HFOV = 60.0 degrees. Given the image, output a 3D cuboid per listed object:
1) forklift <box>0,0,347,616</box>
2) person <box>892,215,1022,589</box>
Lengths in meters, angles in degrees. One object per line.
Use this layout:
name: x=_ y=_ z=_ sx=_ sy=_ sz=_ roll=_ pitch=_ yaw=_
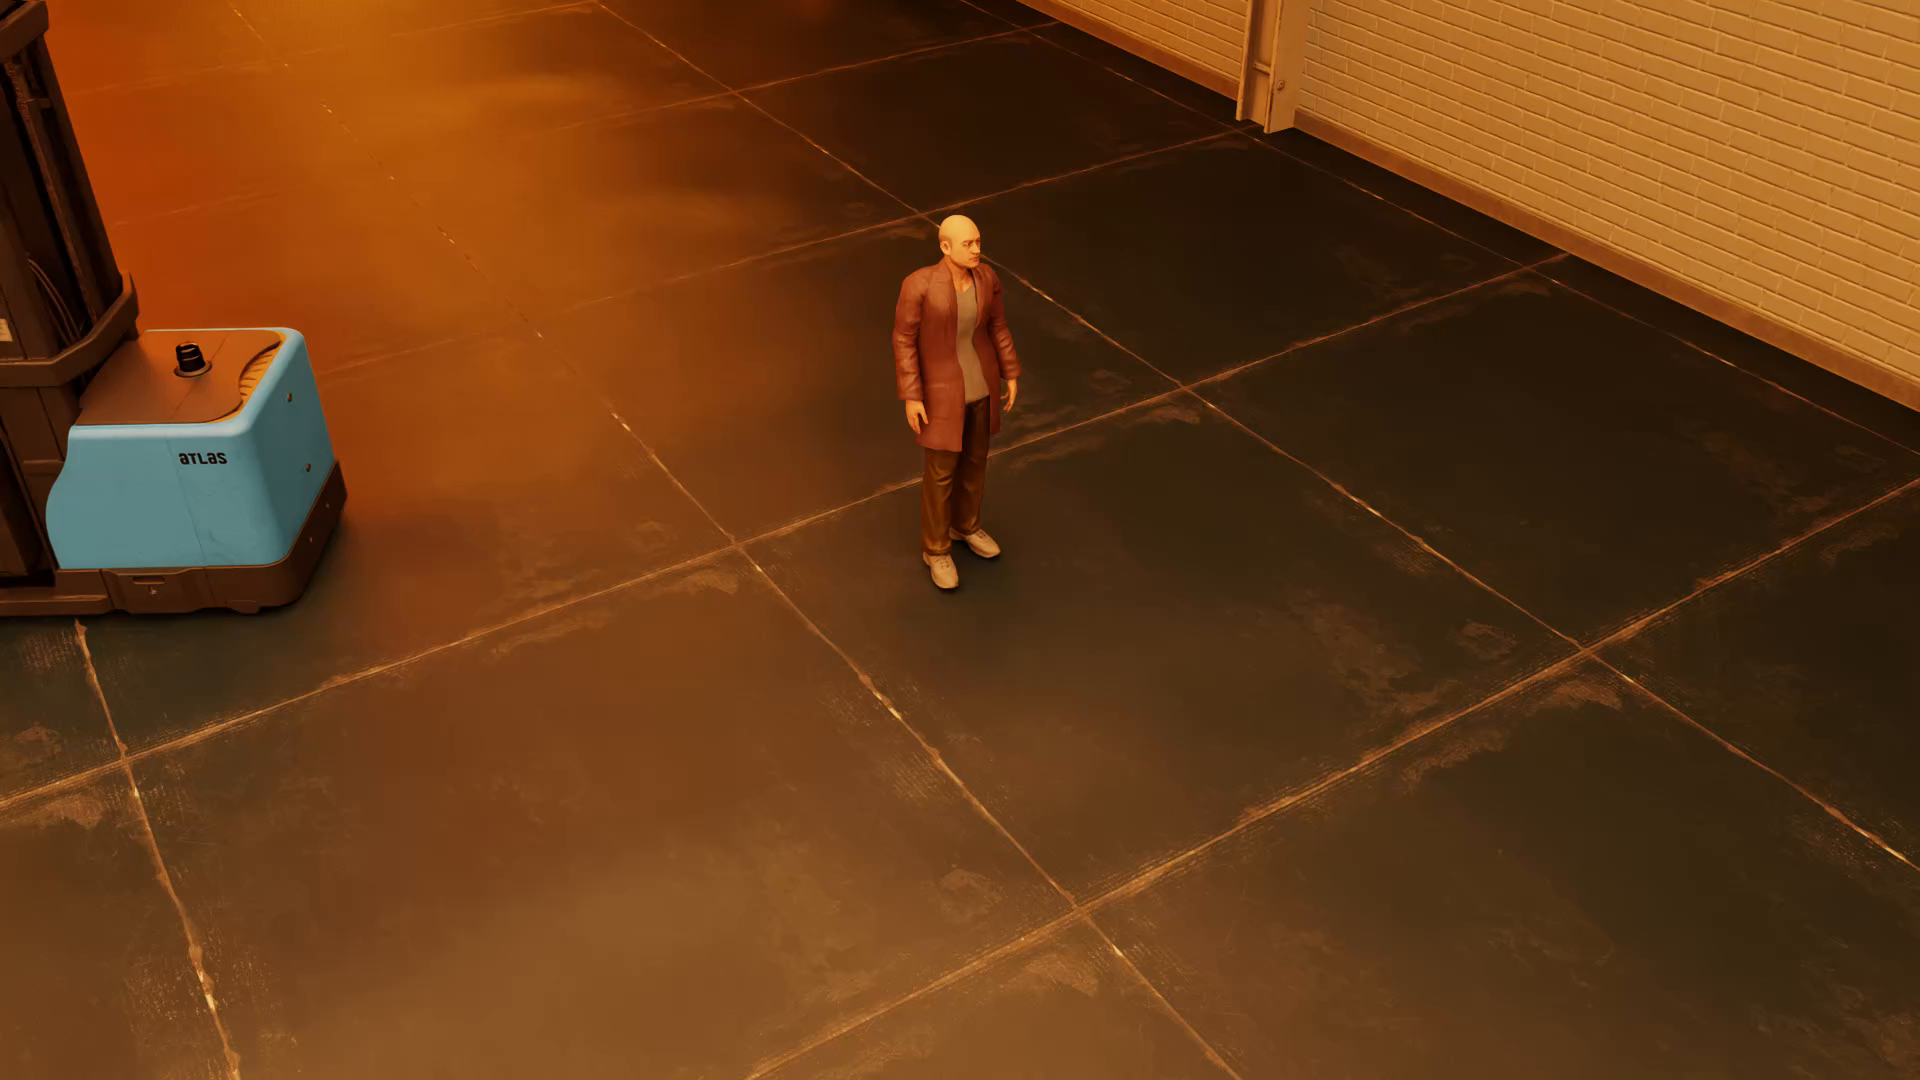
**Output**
forklift: x=-4.775 y=-1.089 z=7.698 sx=3.031 sy=2.935 sz=1.130 roll=-1 pitch=35 yaw=-2
person: x=0.045 y=-0.688 z=8.118 sx=0.696 sy=1.775 sz=0.582 roll=-21 pitch=40 yaw=-27
